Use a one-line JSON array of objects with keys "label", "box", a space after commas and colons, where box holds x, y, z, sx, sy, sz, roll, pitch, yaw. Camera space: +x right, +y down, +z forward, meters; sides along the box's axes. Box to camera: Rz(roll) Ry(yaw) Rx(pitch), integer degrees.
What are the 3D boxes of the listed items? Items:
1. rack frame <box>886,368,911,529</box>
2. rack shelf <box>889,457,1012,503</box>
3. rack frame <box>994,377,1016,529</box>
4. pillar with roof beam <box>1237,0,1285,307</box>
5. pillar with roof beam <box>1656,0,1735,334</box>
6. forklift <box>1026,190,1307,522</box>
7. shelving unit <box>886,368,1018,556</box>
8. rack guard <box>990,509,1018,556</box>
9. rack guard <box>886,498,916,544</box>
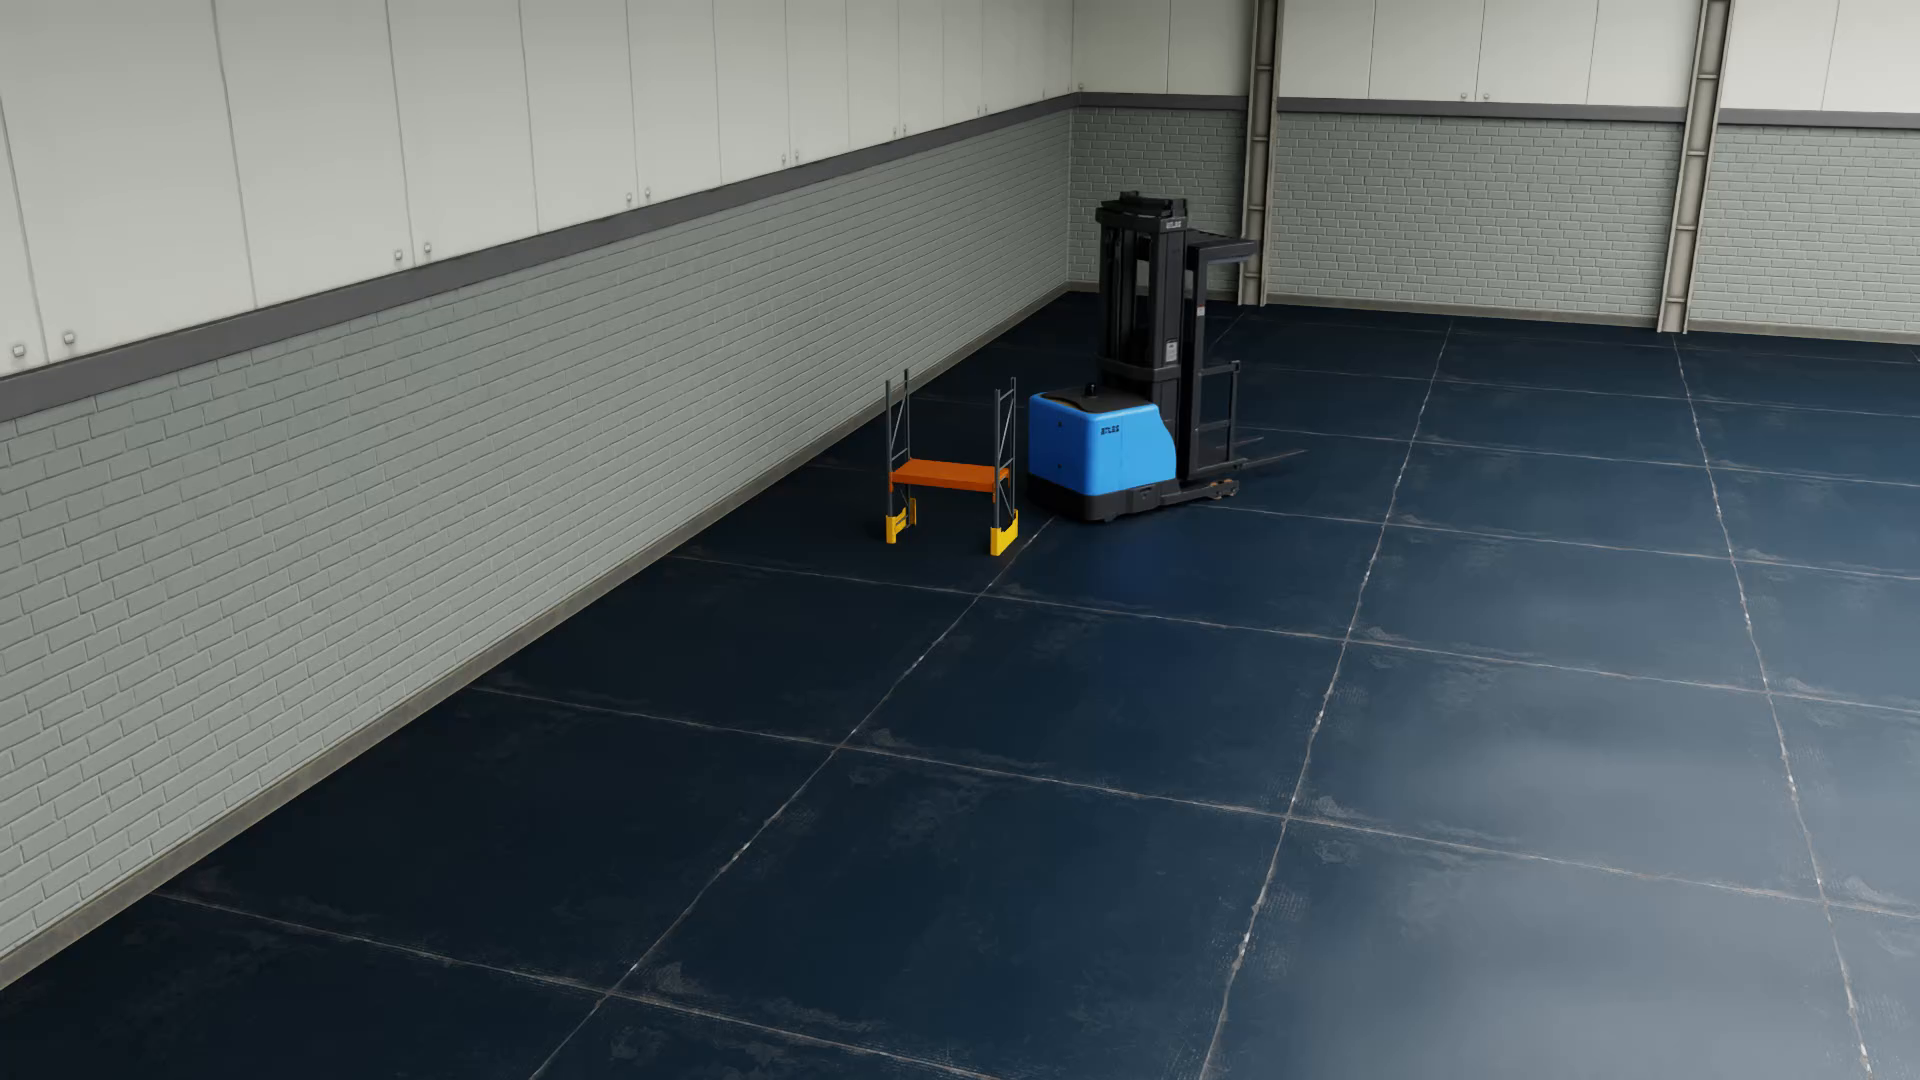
[{"label": "rack frame", "box": [-0.561, -0.772, 15.128, 0.032, 1.500, 0.500, 7, 20, 18]}, {"label": "rack shelf", "box": [-0.081, -0.548, 15.029, 1.000, 0.185, 0.538, 7, 20, 18]}, {"label": "rack frame", "box": [0.400, -0.663, 14.813, 0.032, 1.500, 0.500, 7, 20, 18]}, {"label": "pillar with roof beam", "box": [3.087, -6.551, 20.313, 0.400, 9.000, 9.100, 7, 20, 18]}, {"label": "pillar with roof beam", "box": [8.755, -5.903, 18.454, 0.400, 9.000, 9.100, 7, 20, 18]}, {"label": "forklift", "box": [2.148, -1.907, 16.209, 3.031, 2.935, 1.130, -13, 23, -32]}, {"label": "shelving unit", "box": [-0.072, -0.716, 14.967, 1.083, 1.500, 0.587, 7, 20, 18]}, {"label": "rack guard", "box": [0.398, -0.072, 15.019, 0.087, 0.250, 0.587, 7, 20, 18]}, {"label": "rack guard", "box": [-0.542, -0.180, 15.327, 0.087, 0.250, 0.587, 7, 20, 18]}]
